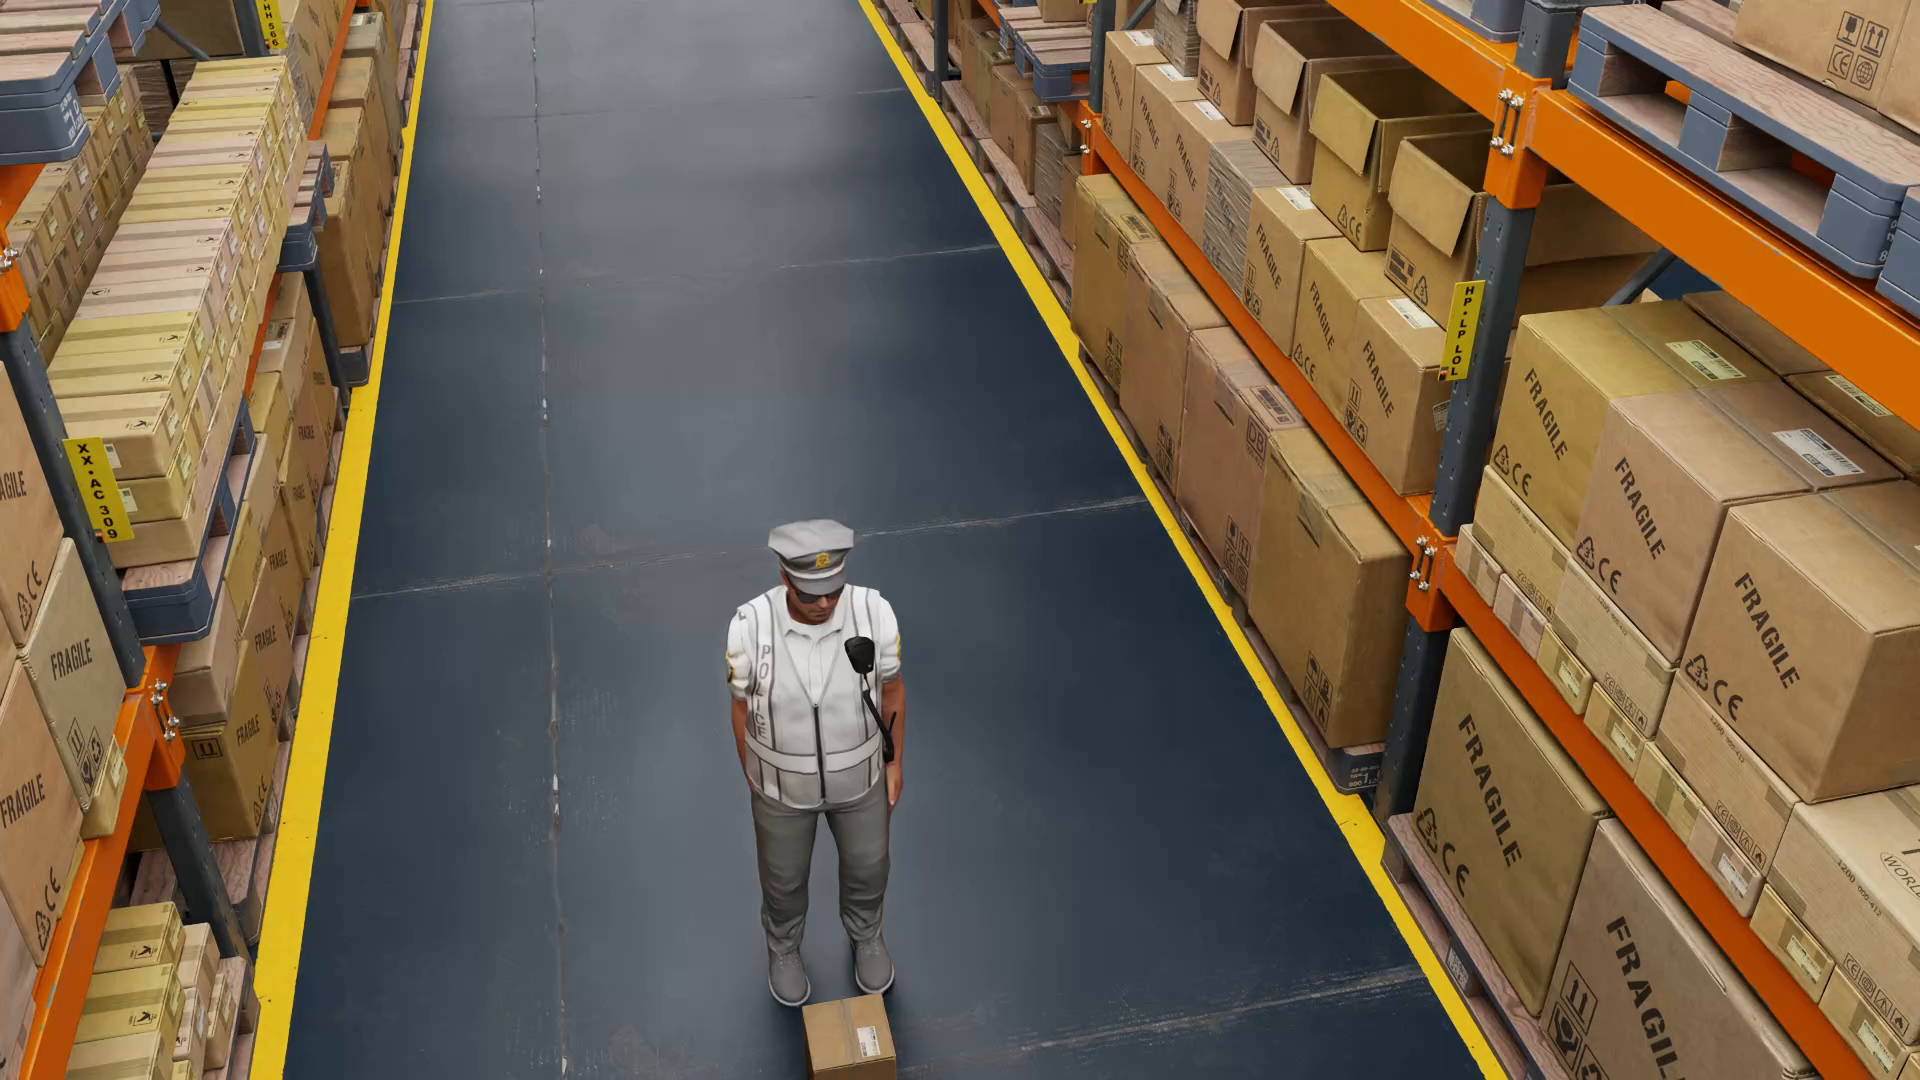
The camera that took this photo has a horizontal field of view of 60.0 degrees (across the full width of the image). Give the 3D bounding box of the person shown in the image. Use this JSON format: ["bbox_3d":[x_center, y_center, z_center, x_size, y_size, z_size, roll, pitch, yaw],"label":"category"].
[{"bbox_3d":[-0.417,0.713,5.109,0.528,1.738,0.393,-6,35,-9],"label":"person"}]
